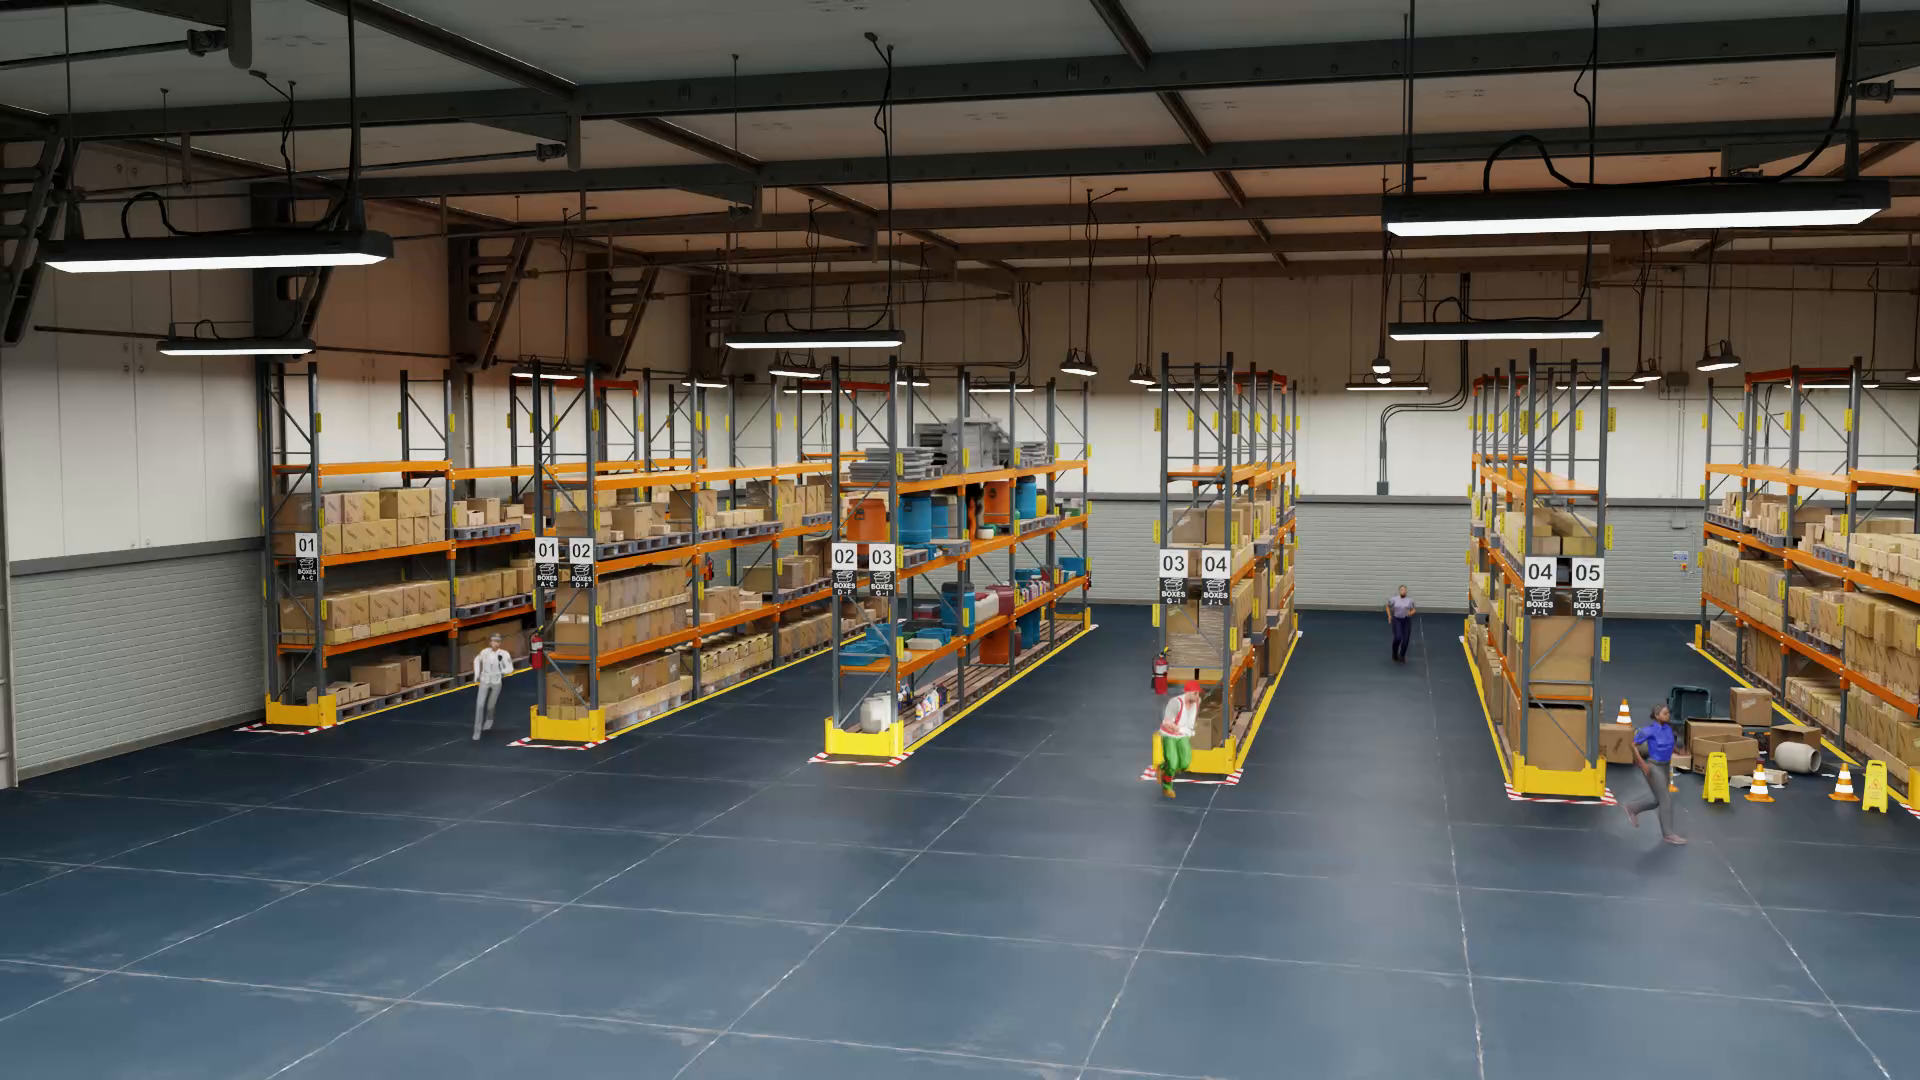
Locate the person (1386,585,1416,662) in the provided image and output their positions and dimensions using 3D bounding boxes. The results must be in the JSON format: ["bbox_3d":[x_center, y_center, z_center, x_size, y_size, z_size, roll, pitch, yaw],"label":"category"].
[{"bbox_3d":[9.211,1.750,34.670,0.585,1.601,0.629,0,4,3],"label":"person"}]

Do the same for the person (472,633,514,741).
[{"bbox_3d":[-7.469,2.314,26.631,0.639,1.693,0.863,-1,4,-8],"label":"person"}]

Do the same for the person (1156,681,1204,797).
[{"bbox_3d":[2.961,2.644,22.240,0.688,1.614,0.851,-3,5,-33],"label":"person"}]

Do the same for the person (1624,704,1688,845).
[{"bbox_3d":[8.326,2.767,19.932,0.578,1.635,0.865,-3,5,-35],"label":"person"}]
